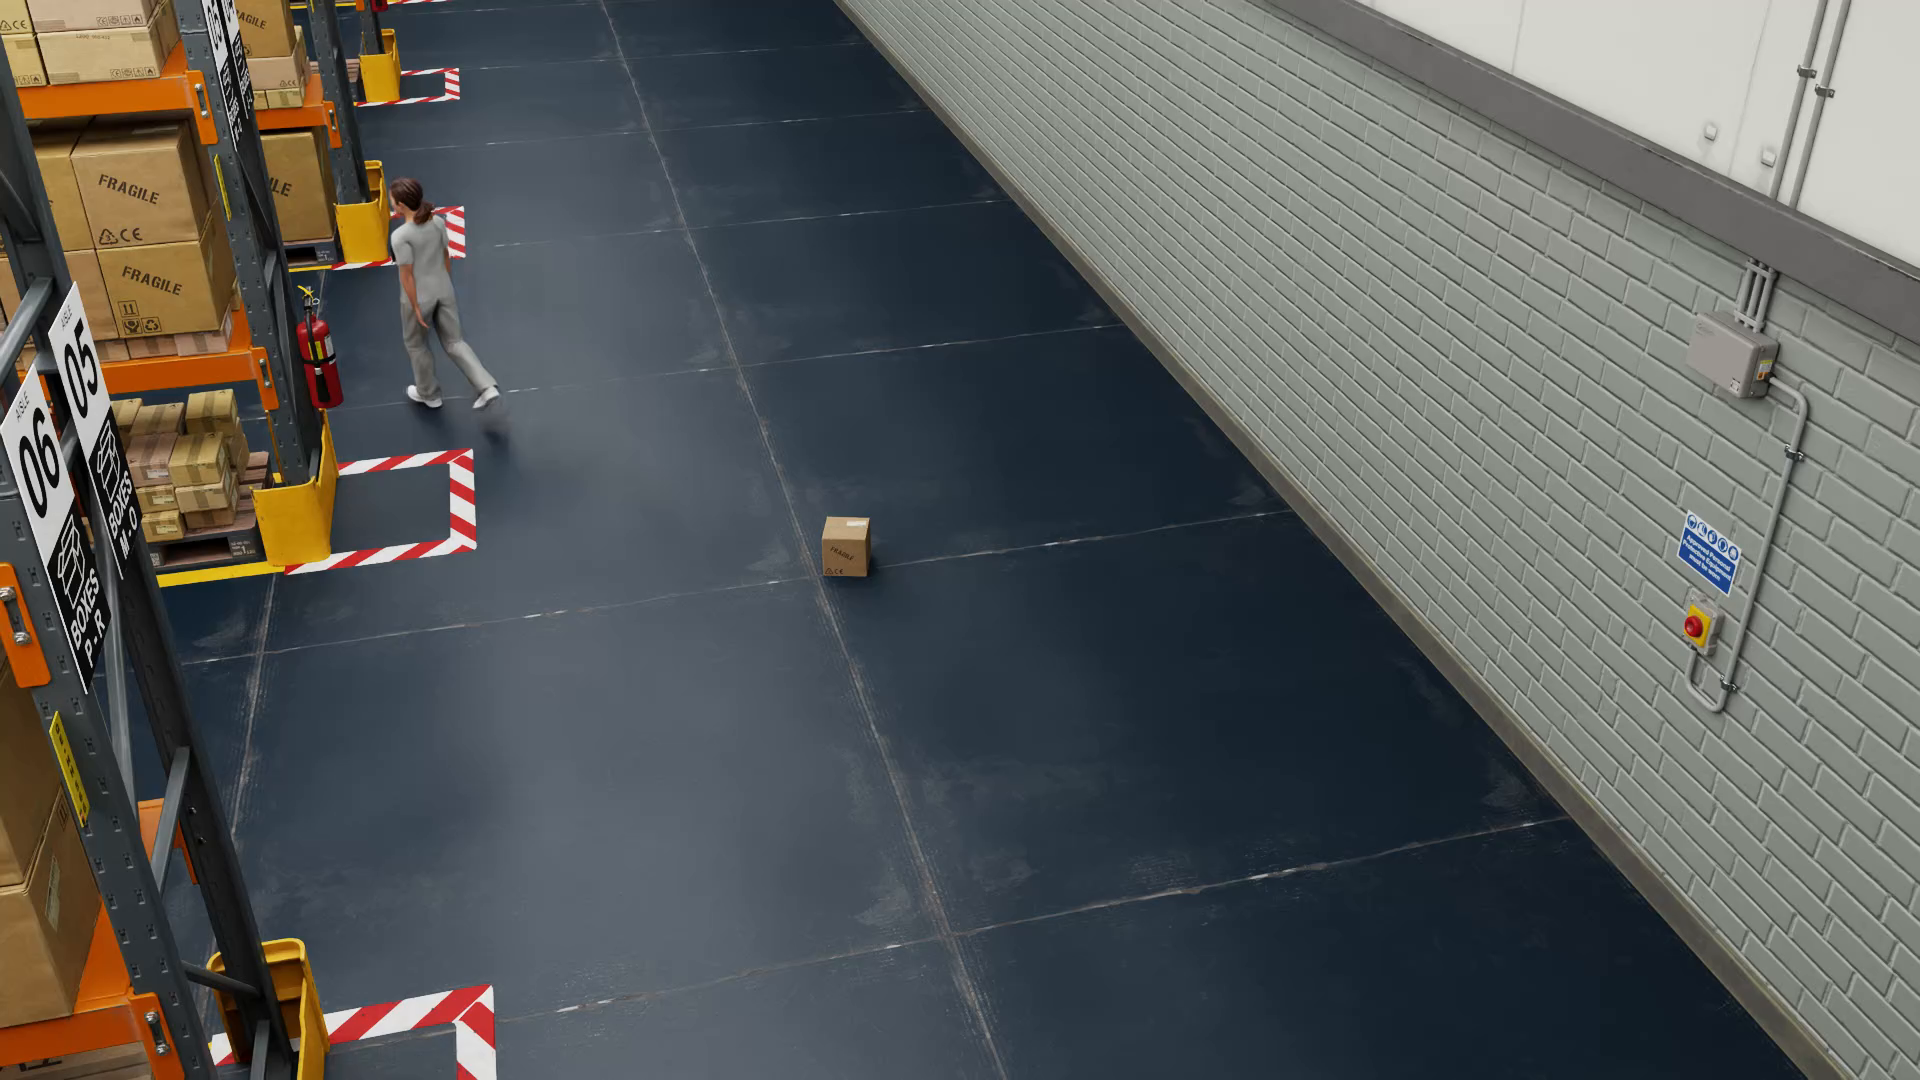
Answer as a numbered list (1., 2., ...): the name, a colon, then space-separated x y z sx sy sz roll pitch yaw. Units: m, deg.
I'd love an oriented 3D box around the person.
1. person: -3.469 -1.576 10.923 0.884 1.646 0.434 23 37 34
